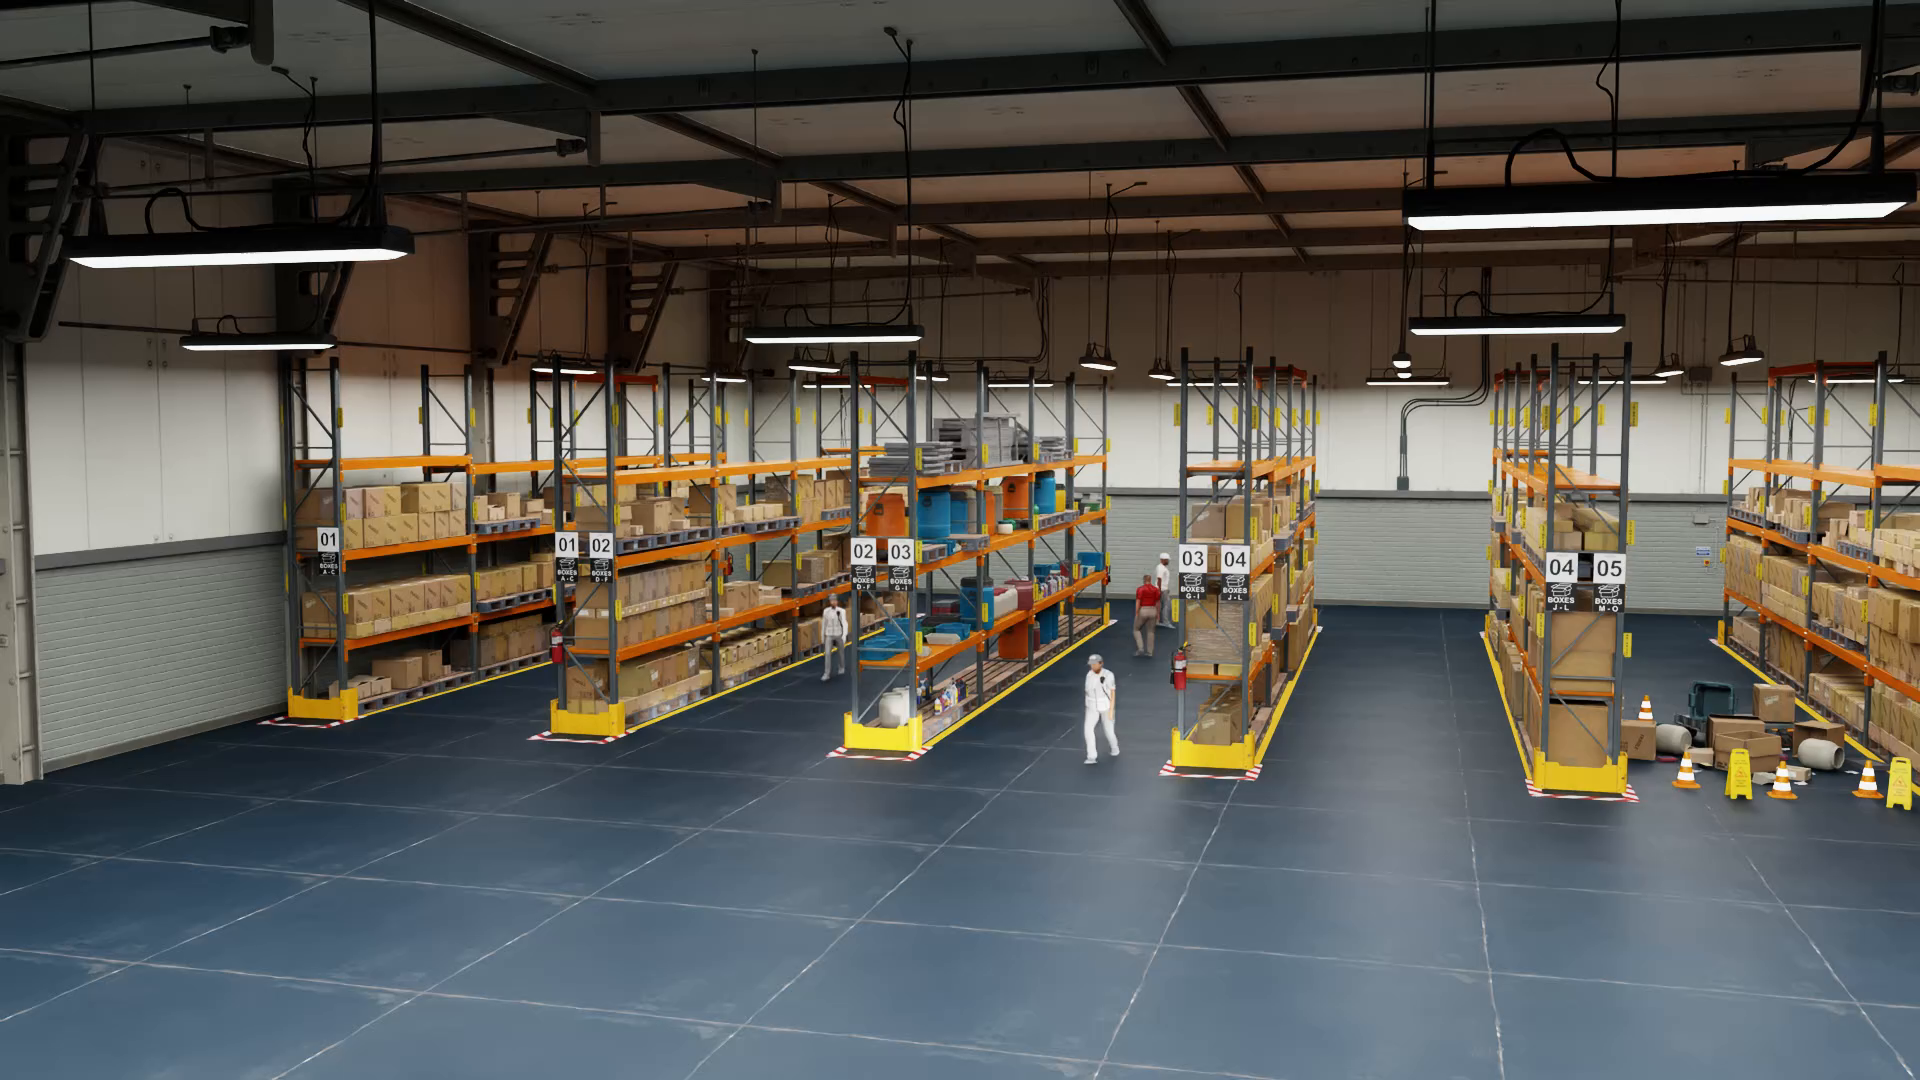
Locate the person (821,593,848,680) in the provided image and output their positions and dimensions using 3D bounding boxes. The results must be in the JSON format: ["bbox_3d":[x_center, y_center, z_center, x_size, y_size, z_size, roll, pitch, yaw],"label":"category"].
[{"bbox_3d":[-2.424,1.821,31.877,0.558,1.624,1.050,0,4,6],"label":"person"}]

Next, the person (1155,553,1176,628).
[{"bbox_3d":[4.873,1.211,39.818,0.587,1.802,0.620,0,4,3],"label":"person"}]

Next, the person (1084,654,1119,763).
[{"bbox_3d":[2.040,2.439,24.263,0.473,1.561,0.946,2,5,23],"label":"person"}]

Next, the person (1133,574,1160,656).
[{"bbox_3d":[3.921,1.591,34.930,0.580,1.755,0.413,-1,4,-15],"label":"person"}]
